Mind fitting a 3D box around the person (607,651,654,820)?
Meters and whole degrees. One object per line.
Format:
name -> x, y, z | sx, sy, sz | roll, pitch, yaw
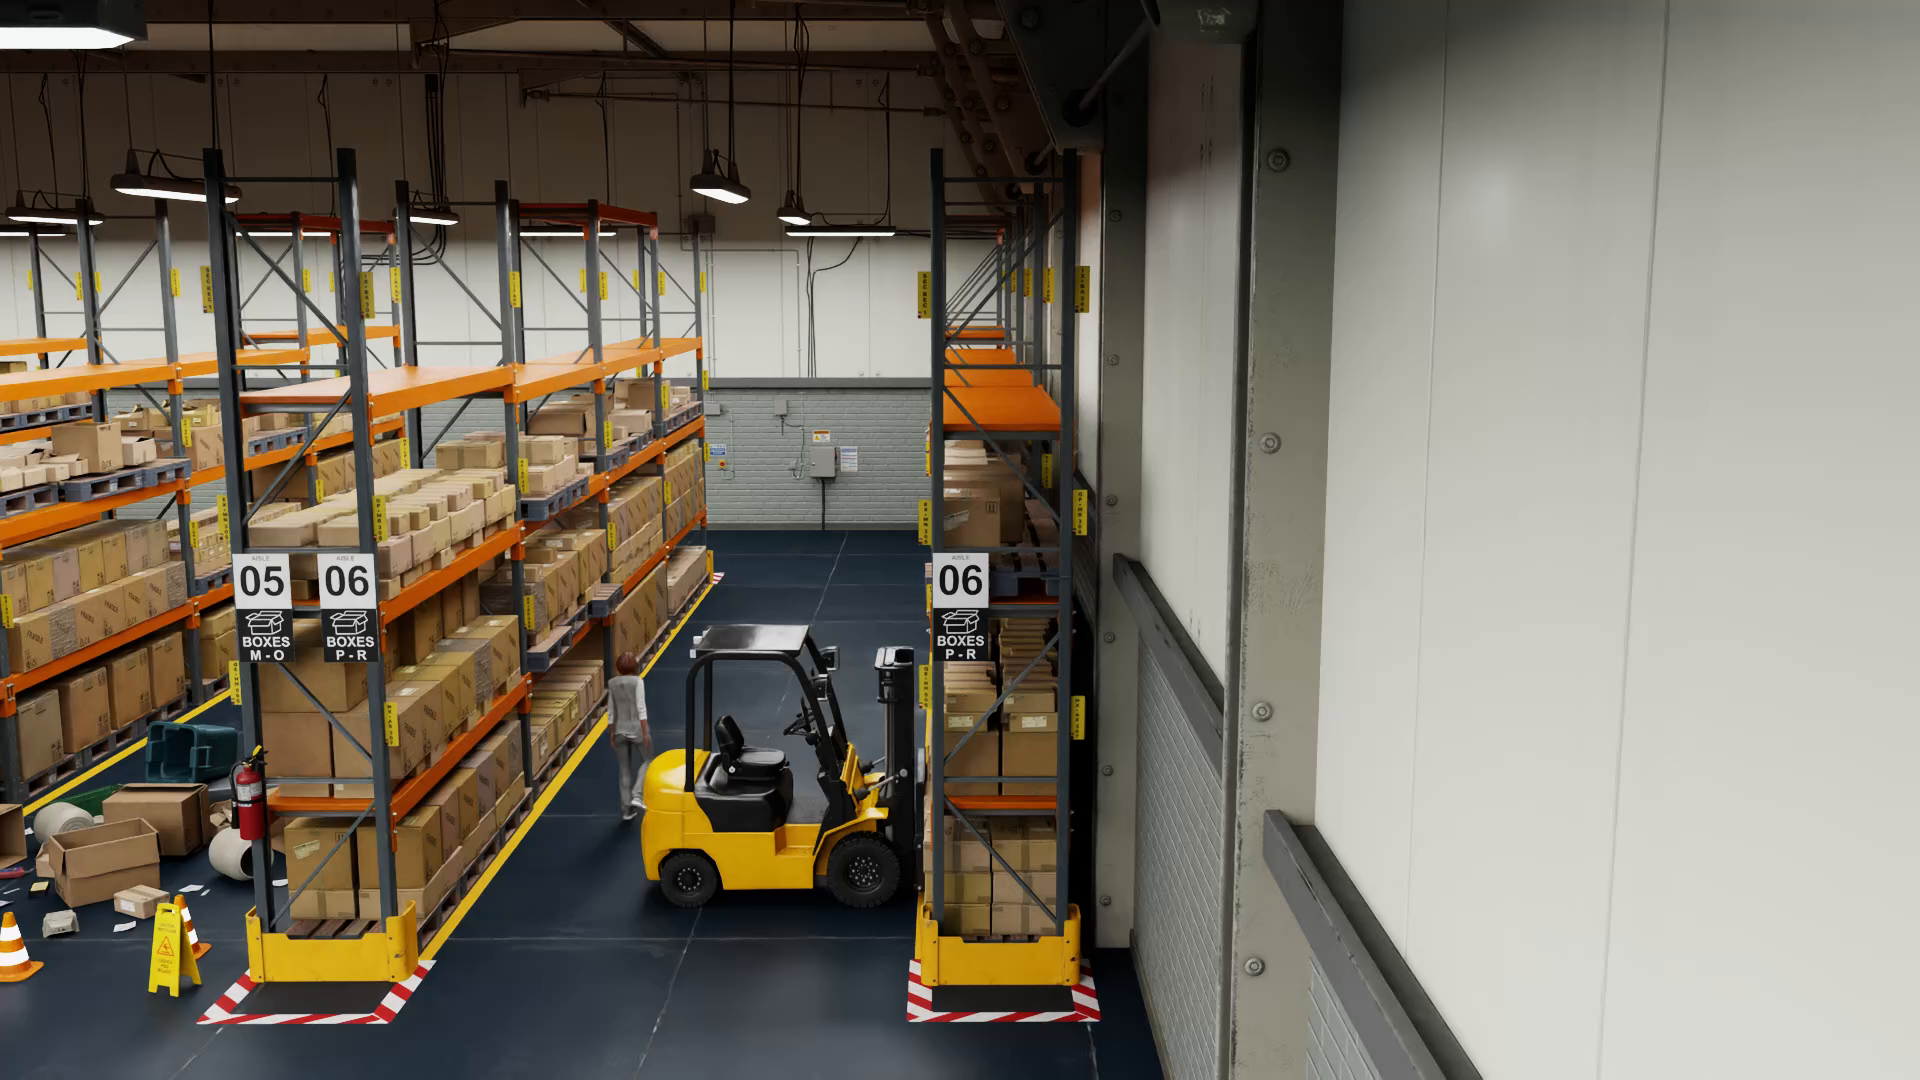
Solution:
person -> -3.151, 1.859, 15.843 | 0.457, 1.584, 0.440 | 1, 9, 6
